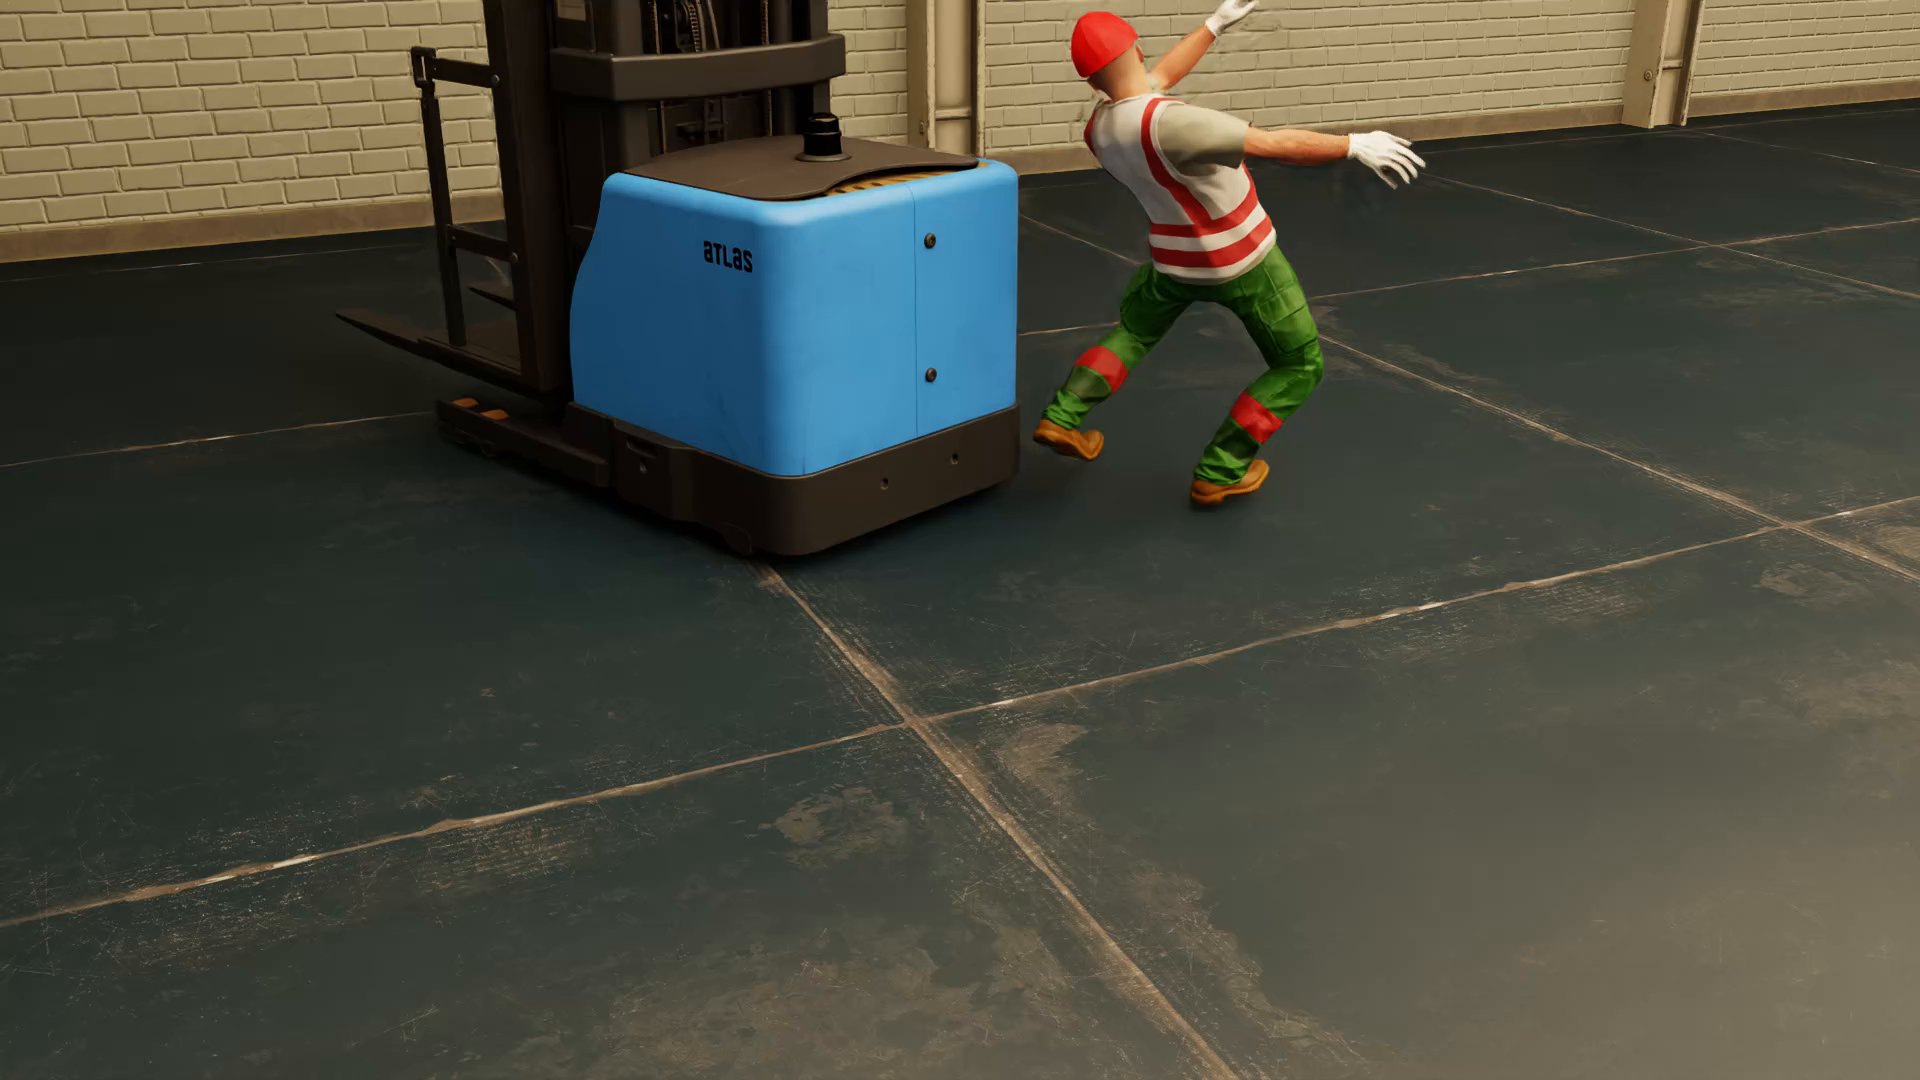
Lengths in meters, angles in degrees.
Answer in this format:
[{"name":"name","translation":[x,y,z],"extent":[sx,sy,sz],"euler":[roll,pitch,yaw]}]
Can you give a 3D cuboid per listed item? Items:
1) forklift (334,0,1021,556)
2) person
[{"name":"forklift","translation":[-1.219,-1.770,5.547],"extent":[3.031,2.935,1.130],"euler":[20,30,40]},{"name":"person","translation":[0.831,-0.856,5.075],"extent":[1.101,1.548,0.725],"euler":[21,30,40]}]
